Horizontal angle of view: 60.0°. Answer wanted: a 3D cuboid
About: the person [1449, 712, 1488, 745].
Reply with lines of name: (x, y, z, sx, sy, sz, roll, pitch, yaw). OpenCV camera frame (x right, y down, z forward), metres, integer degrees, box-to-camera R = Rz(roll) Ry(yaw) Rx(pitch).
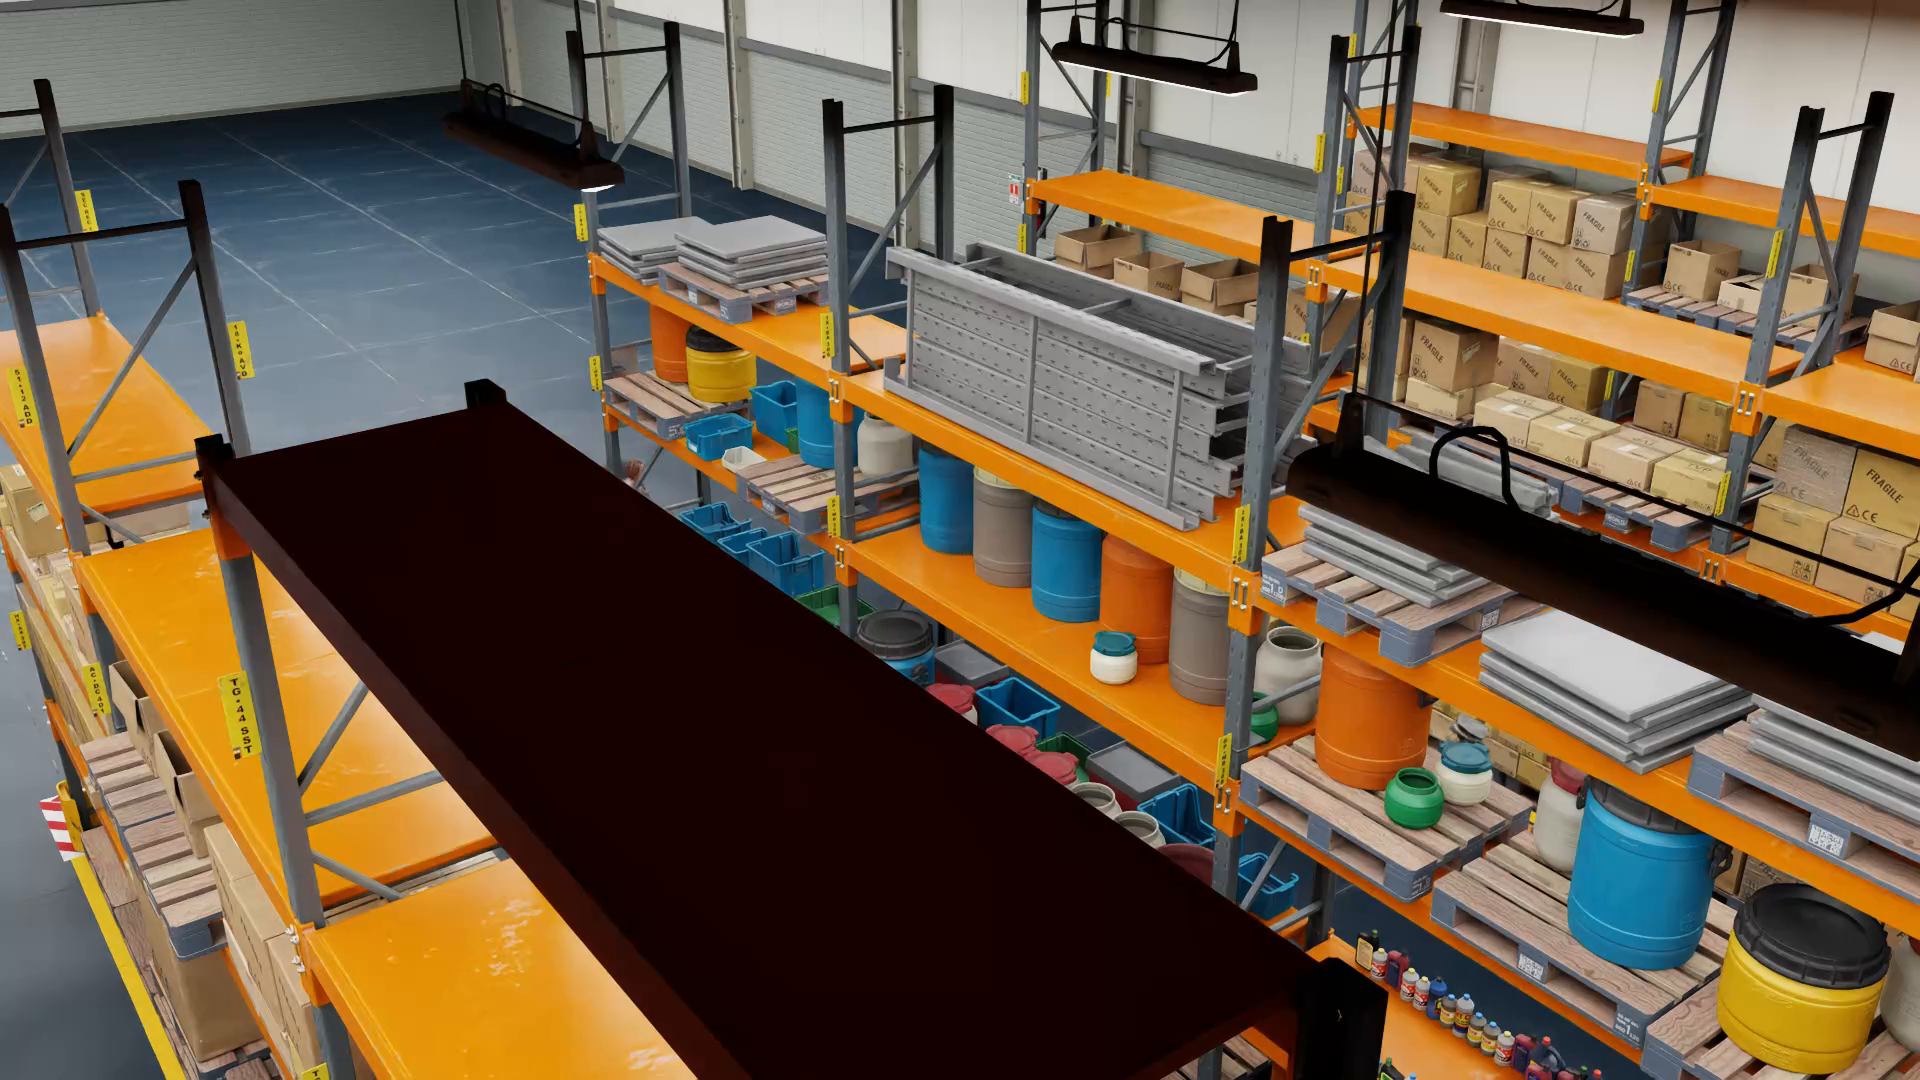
person: (3.630, 1.920, 12.440, 1.034, 1.453, 0.539, 23, 33, 40)

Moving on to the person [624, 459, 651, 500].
person: (-3.363, -0.128, 17.383, 0.975, 1.528, 0.473, -7, 26, -15)
